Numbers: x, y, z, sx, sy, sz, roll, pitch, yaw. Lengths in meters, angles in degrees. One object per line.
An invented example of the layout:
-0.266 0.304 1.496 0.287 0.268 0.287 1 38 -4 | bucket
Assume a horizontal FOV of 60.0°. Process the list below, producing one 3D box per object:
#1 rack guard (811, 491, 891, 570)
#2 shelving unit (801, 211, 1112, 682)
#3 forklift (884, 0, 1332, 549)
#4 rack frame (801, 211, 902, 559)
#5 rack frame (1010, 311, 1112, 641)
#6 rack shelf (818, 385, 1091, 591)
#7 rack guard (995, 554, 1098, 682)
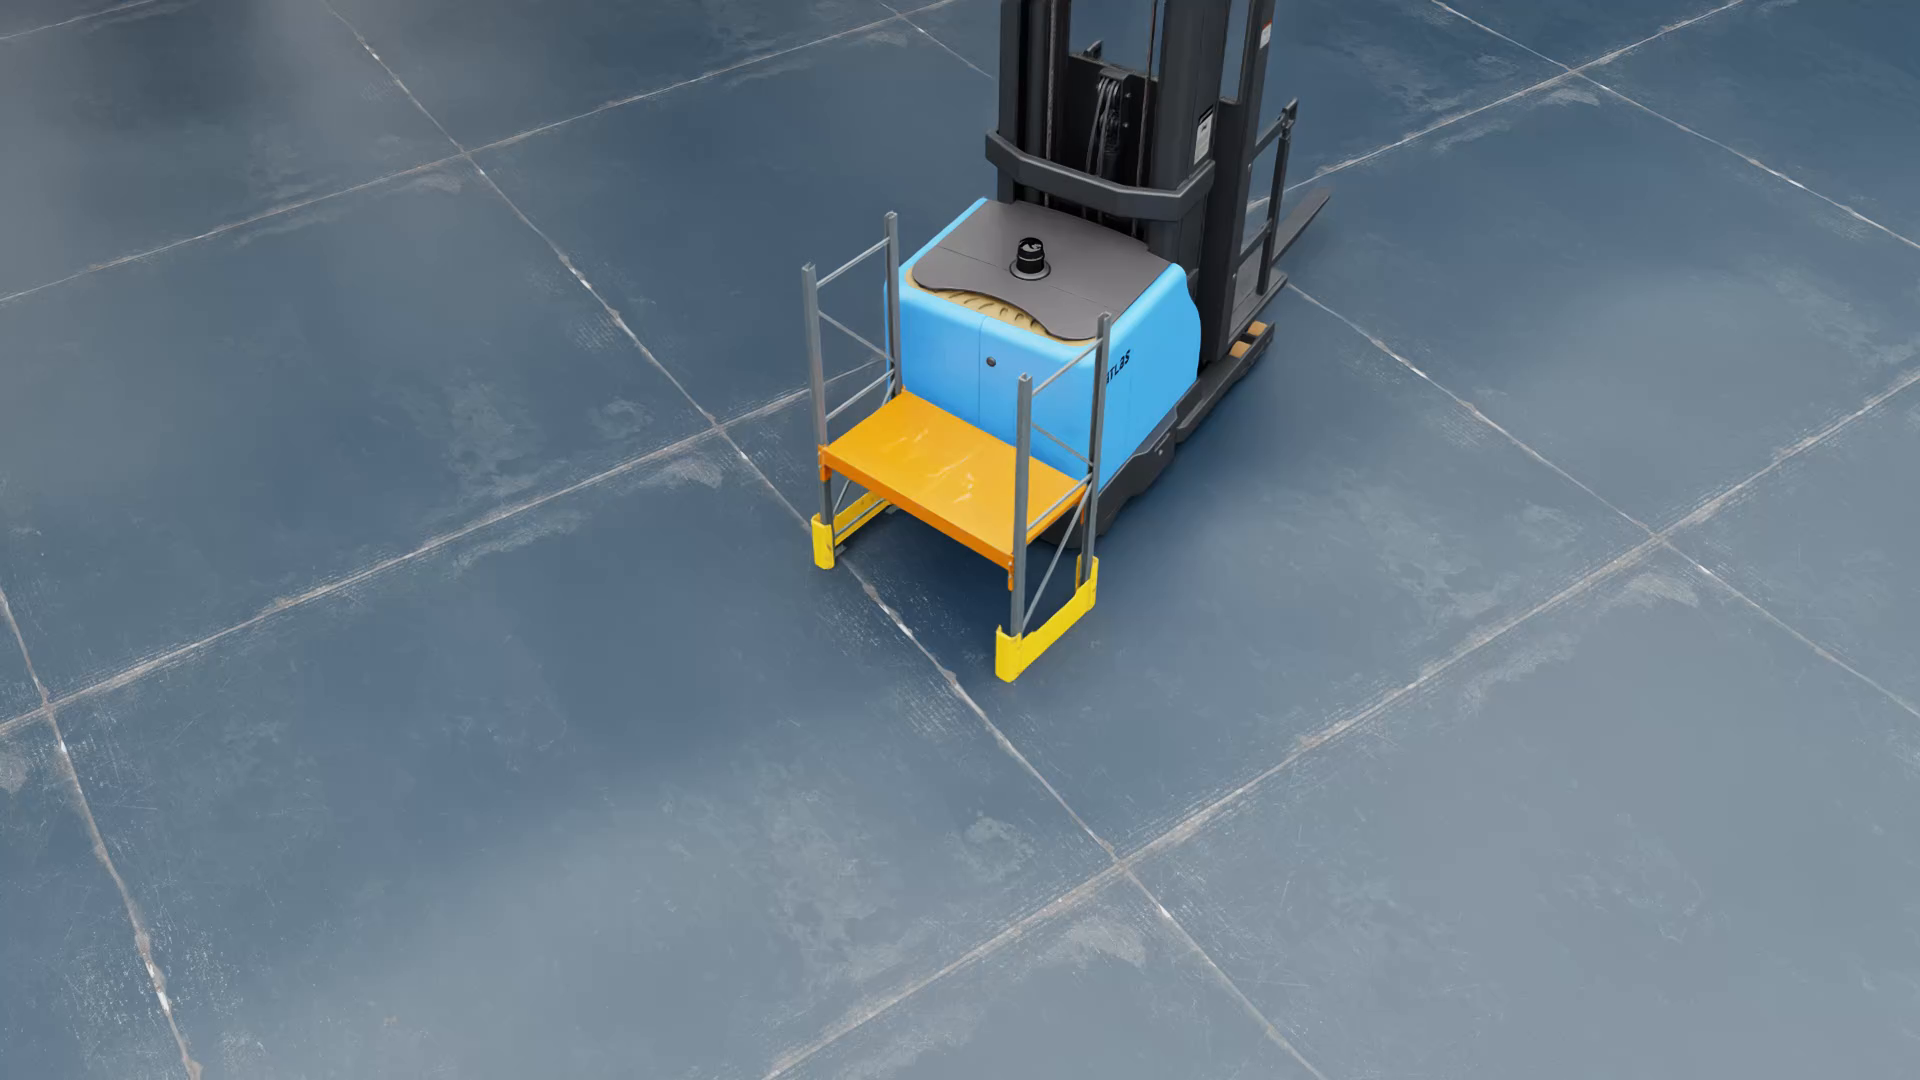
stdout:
-0.411 -0.130 7.197 0.087 0.250 0.587 30 51 28 | rack guard
-0.029 -0.362 6.534 1.083 1.500 0.587 30 51 28 | shelving unit
0.888 -2.018 7.232 1.130 2.935 3.031 24 49 23 | forklift
-0.413 -0.583 6.766 0.032 1.500 0.500 30 51 28 | rack frame
0.368 -0.133 6.294 0.032 1.500 0.500 30 51 28 | rack frame
-0.022 -0.228 6.654 1.000 0.185 0.538 30 51 28 | rack shelf
0.353 0.310 6.735 0.087 0.250 0.587 30 51 28 | rack guard
